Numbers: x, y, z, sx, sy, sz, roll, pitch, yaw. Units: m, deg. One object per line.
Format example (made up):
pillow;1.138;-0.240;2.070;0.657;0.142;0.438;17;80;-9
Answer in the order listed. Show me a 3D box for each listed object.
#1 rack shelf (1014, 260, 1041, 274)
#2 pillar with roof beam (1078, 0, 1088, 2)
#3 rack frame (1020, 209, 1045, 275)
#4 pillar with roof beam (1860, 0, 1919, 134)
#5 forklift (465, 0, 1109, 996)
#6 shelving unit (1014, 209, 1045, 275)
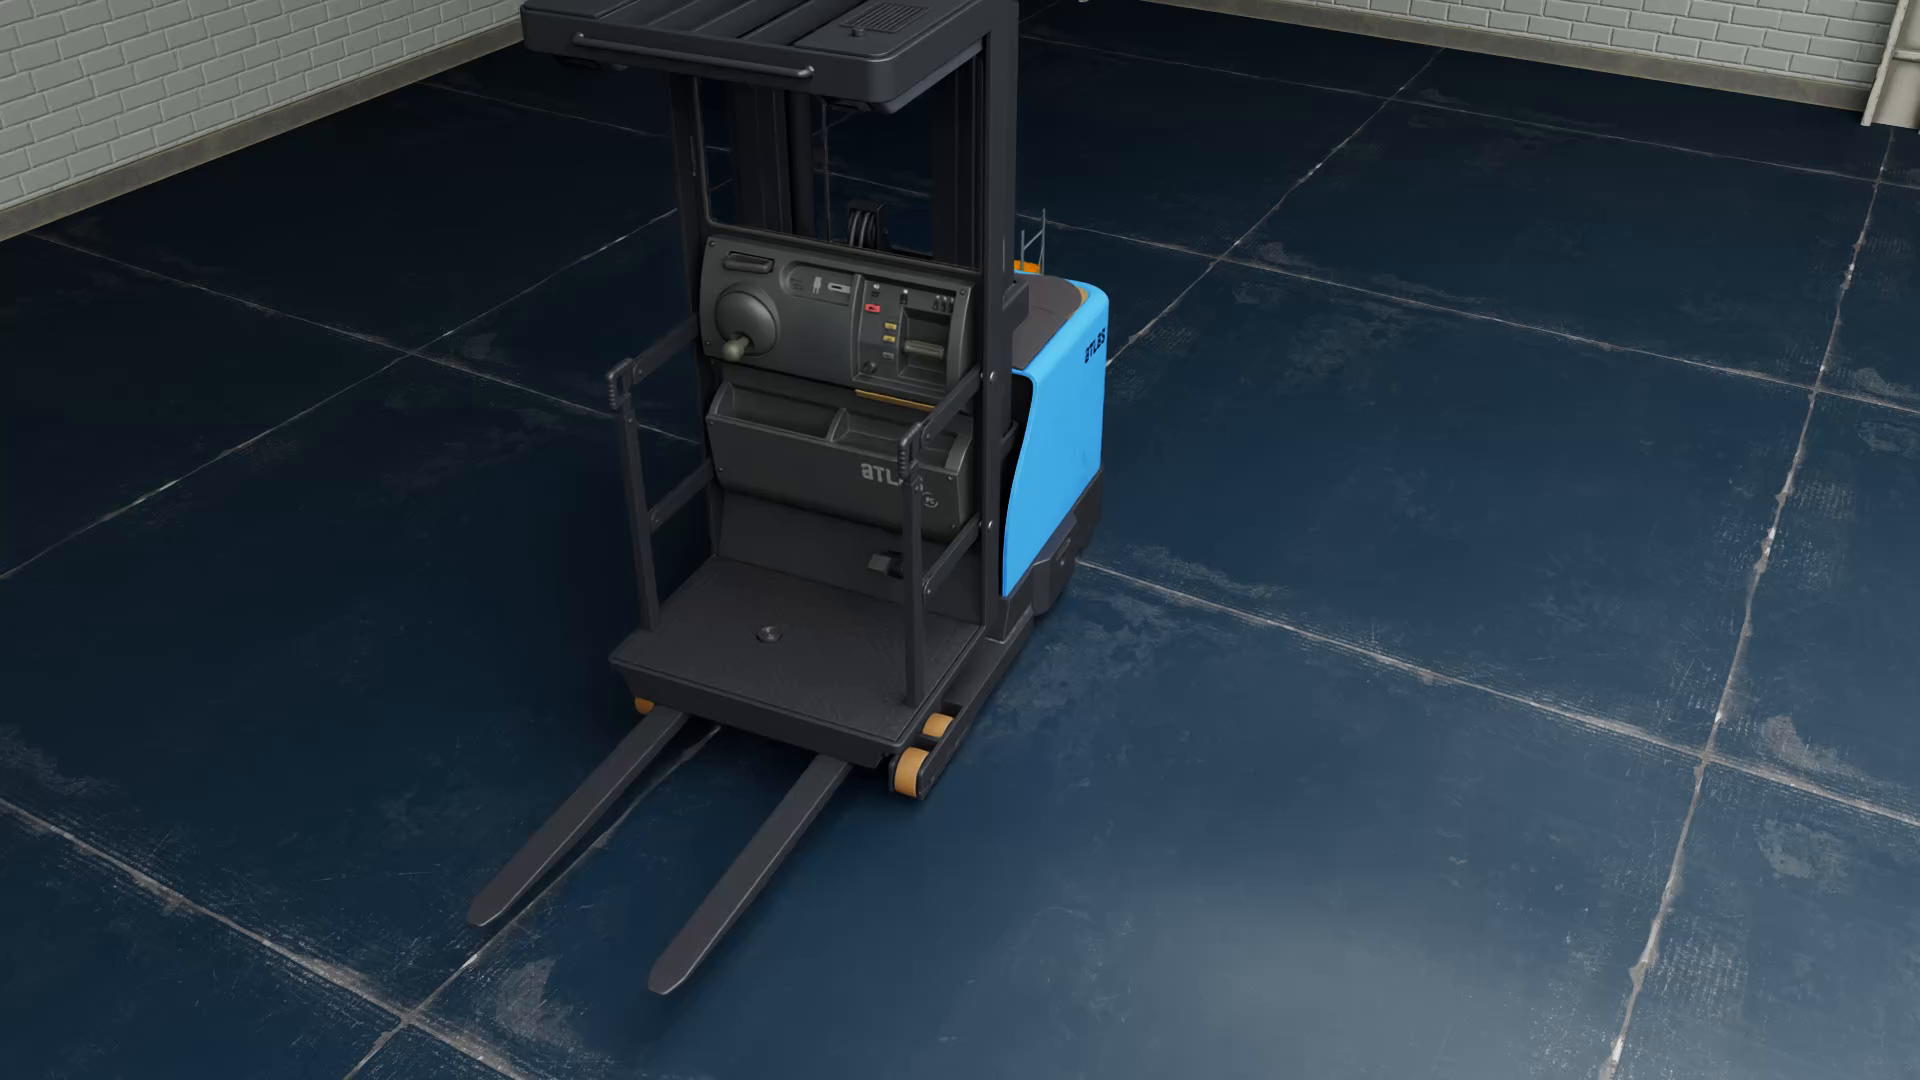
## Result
rack shelf;0.201;-1.026;6.638;0.180;0.103;0.258;14;36;20
pillar with roof beam;-1.250;-6.042;7.704;0.400;9.000;9.100;18;37;24
rack frame;0.285;-0.742;6.782;0.006;1.200;0.240;14;36;20
pillar with roof beam;3.959;-4.392;5.226;0.400;9.000;9.100;18;37;24
forklift;-0.488;-0.644;5.073;1.130;2.935;3.031;14;36;20
shelving unit;0.201;-0.763;6.813;0.189;1.200;0.258;14;36;20
